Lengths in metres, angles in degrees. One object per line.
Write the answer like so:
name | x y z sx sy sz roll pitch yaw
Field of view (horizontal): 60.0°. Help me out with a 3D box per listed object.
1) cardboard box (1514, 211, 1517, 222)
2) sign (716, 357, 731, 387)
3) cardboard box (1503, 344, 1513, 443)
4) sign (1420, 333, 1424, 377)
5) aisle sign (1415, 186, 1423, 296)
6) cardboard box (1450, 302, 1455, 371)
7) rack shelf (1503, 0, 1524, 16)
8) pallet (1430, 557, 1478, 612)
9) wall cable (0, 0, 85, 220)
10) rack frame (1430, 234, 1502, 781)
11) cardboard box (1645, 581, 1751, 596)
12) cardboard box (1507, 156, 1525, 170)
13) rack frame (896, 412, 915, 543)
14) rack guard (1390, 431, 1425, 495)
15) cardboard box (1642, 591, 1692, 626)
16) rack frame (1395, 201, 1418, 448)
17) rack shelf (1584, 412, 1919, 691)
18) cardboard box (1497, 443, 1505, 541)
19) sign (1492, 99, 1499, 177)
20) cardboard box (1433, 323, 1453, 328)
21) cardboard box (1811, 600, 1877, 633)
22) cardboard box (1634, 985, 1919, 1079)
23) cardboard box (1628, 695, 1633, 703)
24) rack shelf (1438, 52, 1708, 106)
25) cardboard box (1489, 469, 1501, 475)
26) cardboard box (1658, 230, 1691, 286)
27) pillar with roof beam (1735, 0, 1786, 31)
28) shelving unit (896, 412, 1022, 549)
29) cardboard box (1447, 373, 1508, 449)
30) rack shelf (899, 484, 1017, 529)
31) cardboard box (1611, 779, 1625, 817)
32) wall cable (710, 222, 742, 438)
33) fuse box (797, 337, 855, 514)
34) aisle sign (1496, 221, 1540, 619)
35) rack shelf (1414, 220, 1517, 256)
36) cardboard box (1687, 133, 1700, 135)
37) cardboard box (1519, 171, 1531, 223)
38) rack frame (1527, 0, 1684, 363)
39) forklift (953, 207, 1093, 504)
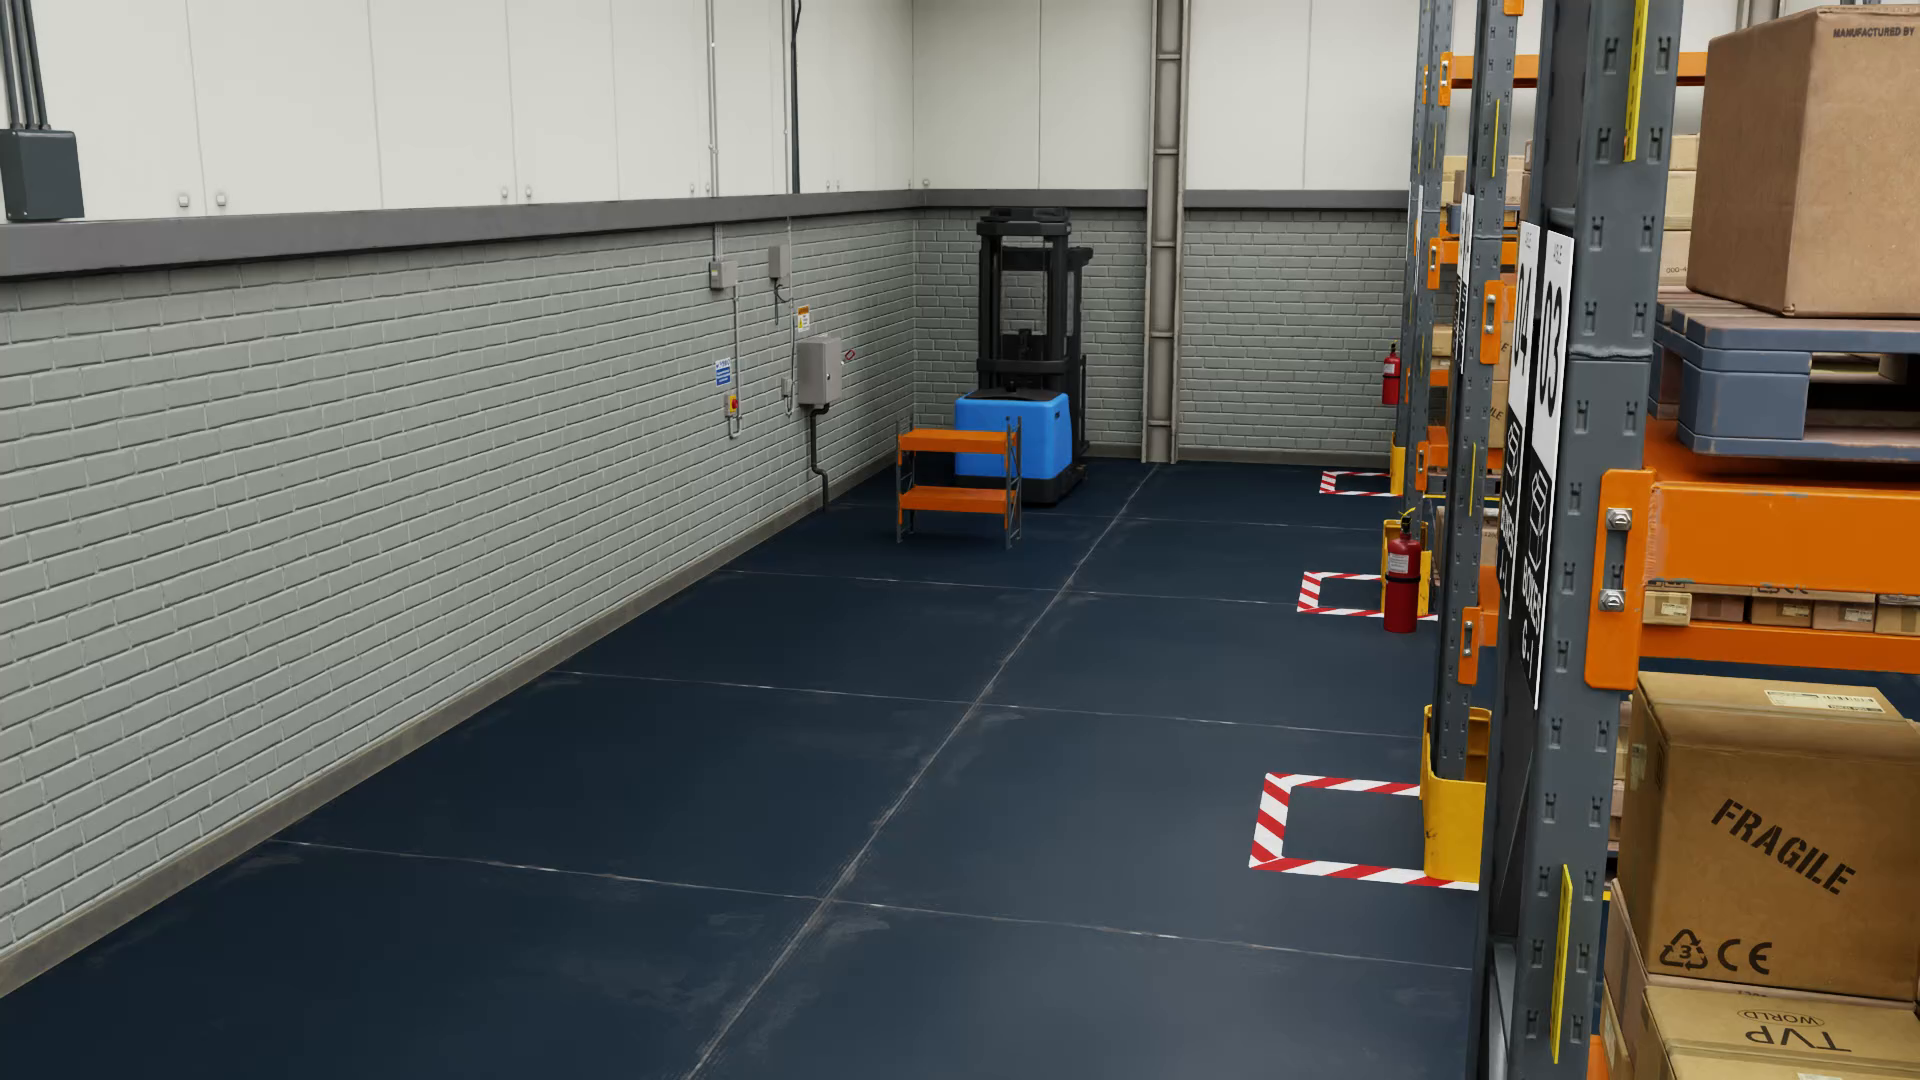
cardboard box | 5.705 -3.273 16.715 0.250 0.149 0.380 3 13 15
sign | -2.009 -1.425 14.106 0.001 0.218 0.327 3 13 14
cardboard box | 2.958 -0.677 8.132 0.500 0.500 0.500 3 13 12
sign | 3.403 -1.357 12.243 0.005 0.325 0.100 3 13 14
aisle sign | 3.403 -2.224 12.331 0.004 0.787 0.394 3 13 14
cardboard box | 4.067 -1.574 12.864 0.500 0.500 0.500 4 13 15
rack shelf | 4.396 -2.438 7.116 4.000 0.370 1.077 3 13 14
pallet | 4.337 0.374 13.060 1.213 0.211 1.003 3 13 14
wall cable | -3.496 -4.446 7.069 0.120 5.999 2.277 3 13 14
rack frame | 2.454 0.034 8.155 0.127 3.000 1.000 3 13 14
cardboard box | 3.350 -0.056 7.644 0.500 0.500 0.500 3 13 14
cardboard box | 5.588 -3.730 16.702 0.500 0.250 0.500 3 13 13
rack frame | -0.500 -0.576 15.232 0.032 1.125 0.500 3 13 14
rack guard | 4.802 -0.832 17.829 0.348 0.500 1.175 3 13 14
cardboard box | 3.196 0.272 7.662 0.250 0.149 0.380 3 13 12
rack frame | 4.728 -2.056 17.576 0.127 3.000 1.000 3 13 14
rack shelf | 3.110 0.062 2.763 4.000 0.370 1.077 3 13 14
cardboard box | 2.952 -0.191 8.251 0.500 0.500 0.500 3 13 15
sign | 2.325 -1.743 7.221 0.005 0.325 0.100 3 13 14
cardboard box | 5.238 -2.160 17.704 0.500 0.250 0.500 3 13 15
cardboard box | 3.970 0.295 7.560 0.250 0.149 0.380 3 13 12
cardboard box | 1.569 1.082 3.093 0.500 0.250 0.500 3 13 12
cardboard box | 3.541 0.916 8.417 0.250 0.149 0.380 3 13 12
rack shelf | 5.484 -3.291 11.874 4.000 0.370 1.077 3 13 14
cardboard box | 5.702 -0.787 17.470 0.250 0.149 0.380 3 13 11
cardboard box | 3.339 -1.252 7.372 0.500 0.250 0.500 3 13 15
pillar with roof beam | 7.120 -4.098 12.927 0.400 9.000 9.100 3 13 14
shelving unit | -0.007 -0.549 15.113 1.048 1.125 0.538 3 13 14
cardboard box | 3.940 -0.976 12.475 0.500 0.500 0.500 3 13 13
rack shelf | -0.007 -0.311 15.166 1.000 0.278 0.538 3 13 14
cardboard box | 3.154 1.183 7.903 0.250 0.149 0.380 3 13 13
wall cable | -1.938 -1.811 14.054 0.123 1.953 0.585 3 13 14
fuse box | -1.293 -1.105 16.264 0.414 1.711 0.539 3 13 14
aisle sign | 1.170 -0.264 3.497 0.004 0.787 0.394 3 13 14
rack shelf | 6.670 -3.066 16.861 4.000 0.370 1.077 3 13 14
cardboard box | 5.464 -2.643 11.865 0.500 0.500 0.500 3 13 15
cardboard box | 2.963 -1.631 7.926 0.500 0.250 0.500 3 13 12
rack frame | 1.168 -1.857 2.828 0.127 3.000 1.000 3 13 14
forklift | 0.795 -2.070 17.798 1.130 2.935 3.031 3 13 14
